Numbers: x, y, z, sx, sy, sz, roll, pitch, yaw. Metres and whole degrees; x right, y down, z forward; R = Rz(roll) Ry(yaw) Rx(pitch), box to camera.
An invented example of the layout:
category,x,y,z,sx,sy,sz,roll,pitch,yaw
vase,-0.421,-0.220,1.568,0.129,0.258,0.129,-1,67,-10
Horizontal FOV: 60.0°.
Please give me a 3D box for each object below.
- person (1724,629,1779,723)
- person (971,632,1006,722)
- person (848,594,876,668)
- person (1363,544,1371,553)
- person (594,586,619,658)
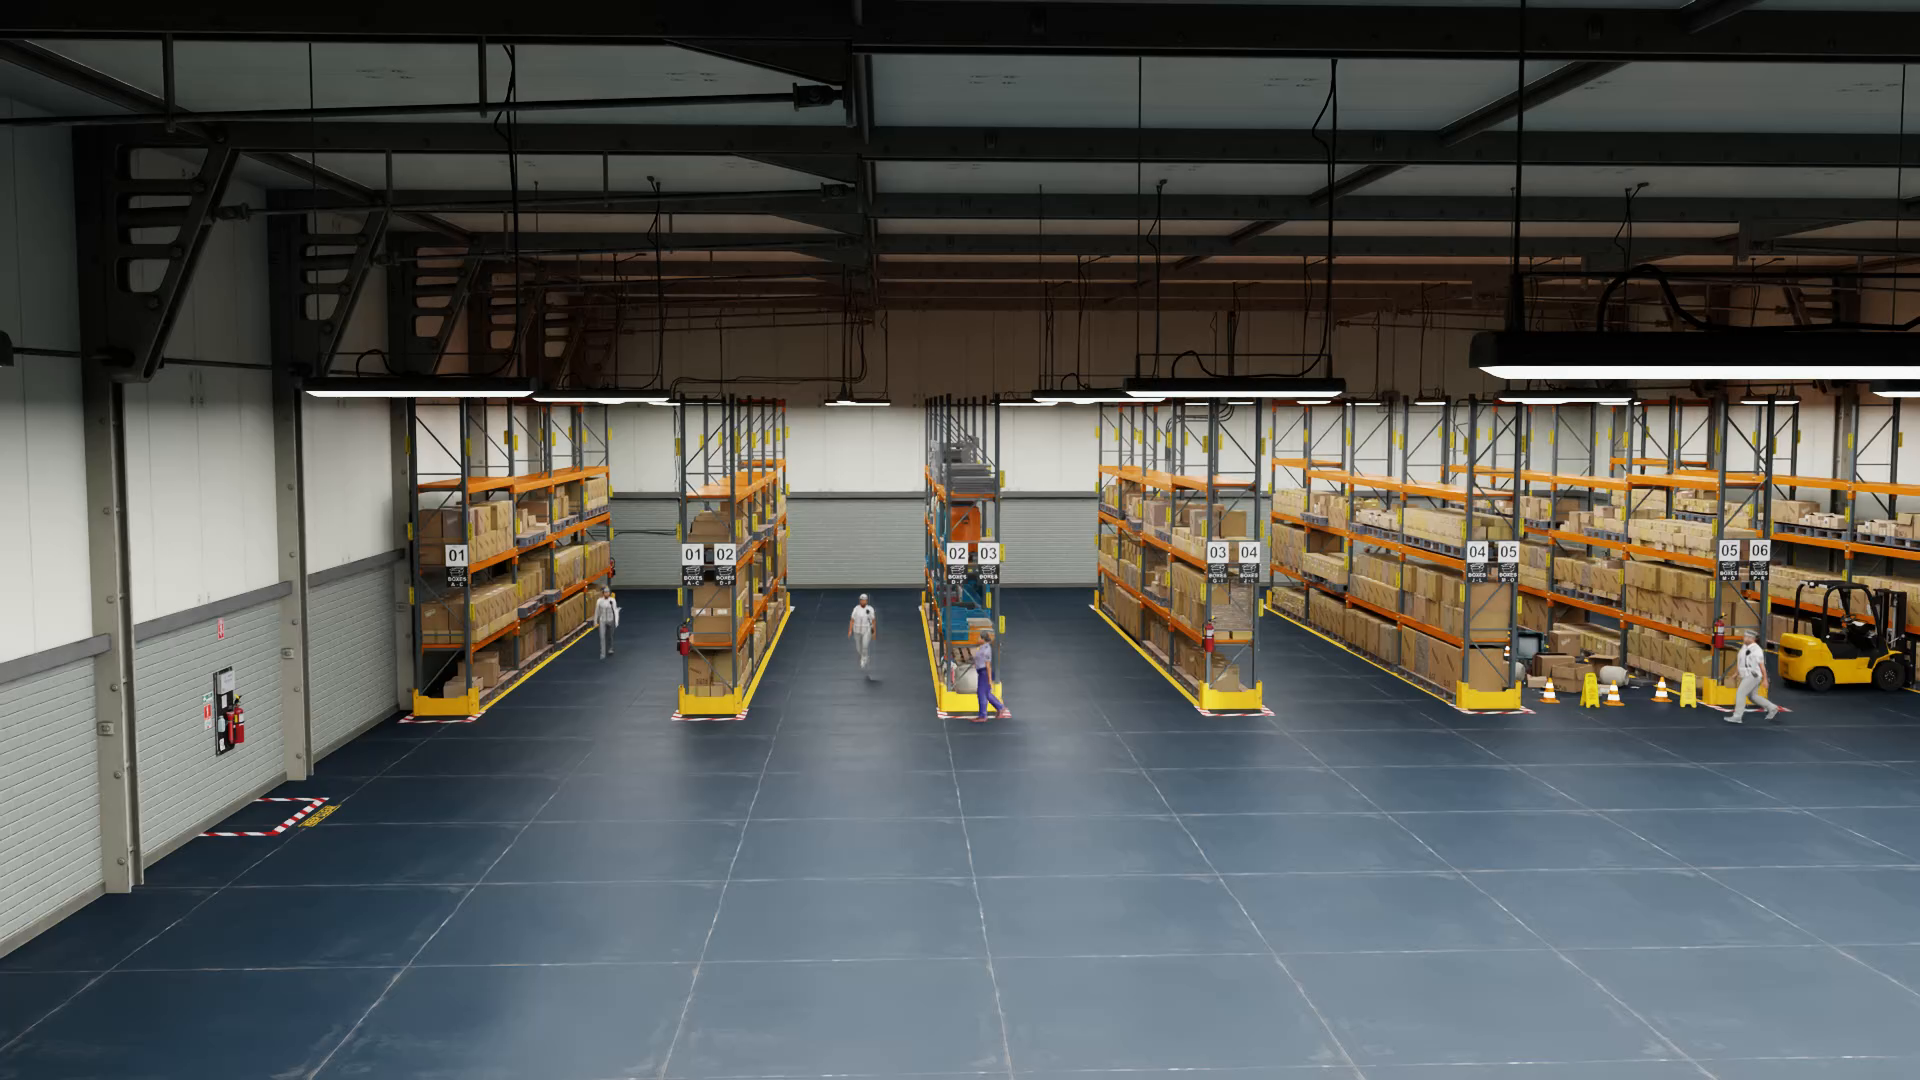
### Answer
category,x,y,z,sx,sy,sz,roll,pitch,yaw
person,14.447,2.469,30.303,1.064,1.706,0.581,0,5,3
person,0.524,2.498,30.475,0.670,1.652,0.473,0,5,-2
person,-2.074,1.914,35.127,0.515,1.536,1.004,1,5,15
person,12.326,0.926,50.163,0.923,1.644,0.460,-1,5,-9
person,-8.150,1.858,38.297,0.568,1.621,1.051,-1,5,-12
